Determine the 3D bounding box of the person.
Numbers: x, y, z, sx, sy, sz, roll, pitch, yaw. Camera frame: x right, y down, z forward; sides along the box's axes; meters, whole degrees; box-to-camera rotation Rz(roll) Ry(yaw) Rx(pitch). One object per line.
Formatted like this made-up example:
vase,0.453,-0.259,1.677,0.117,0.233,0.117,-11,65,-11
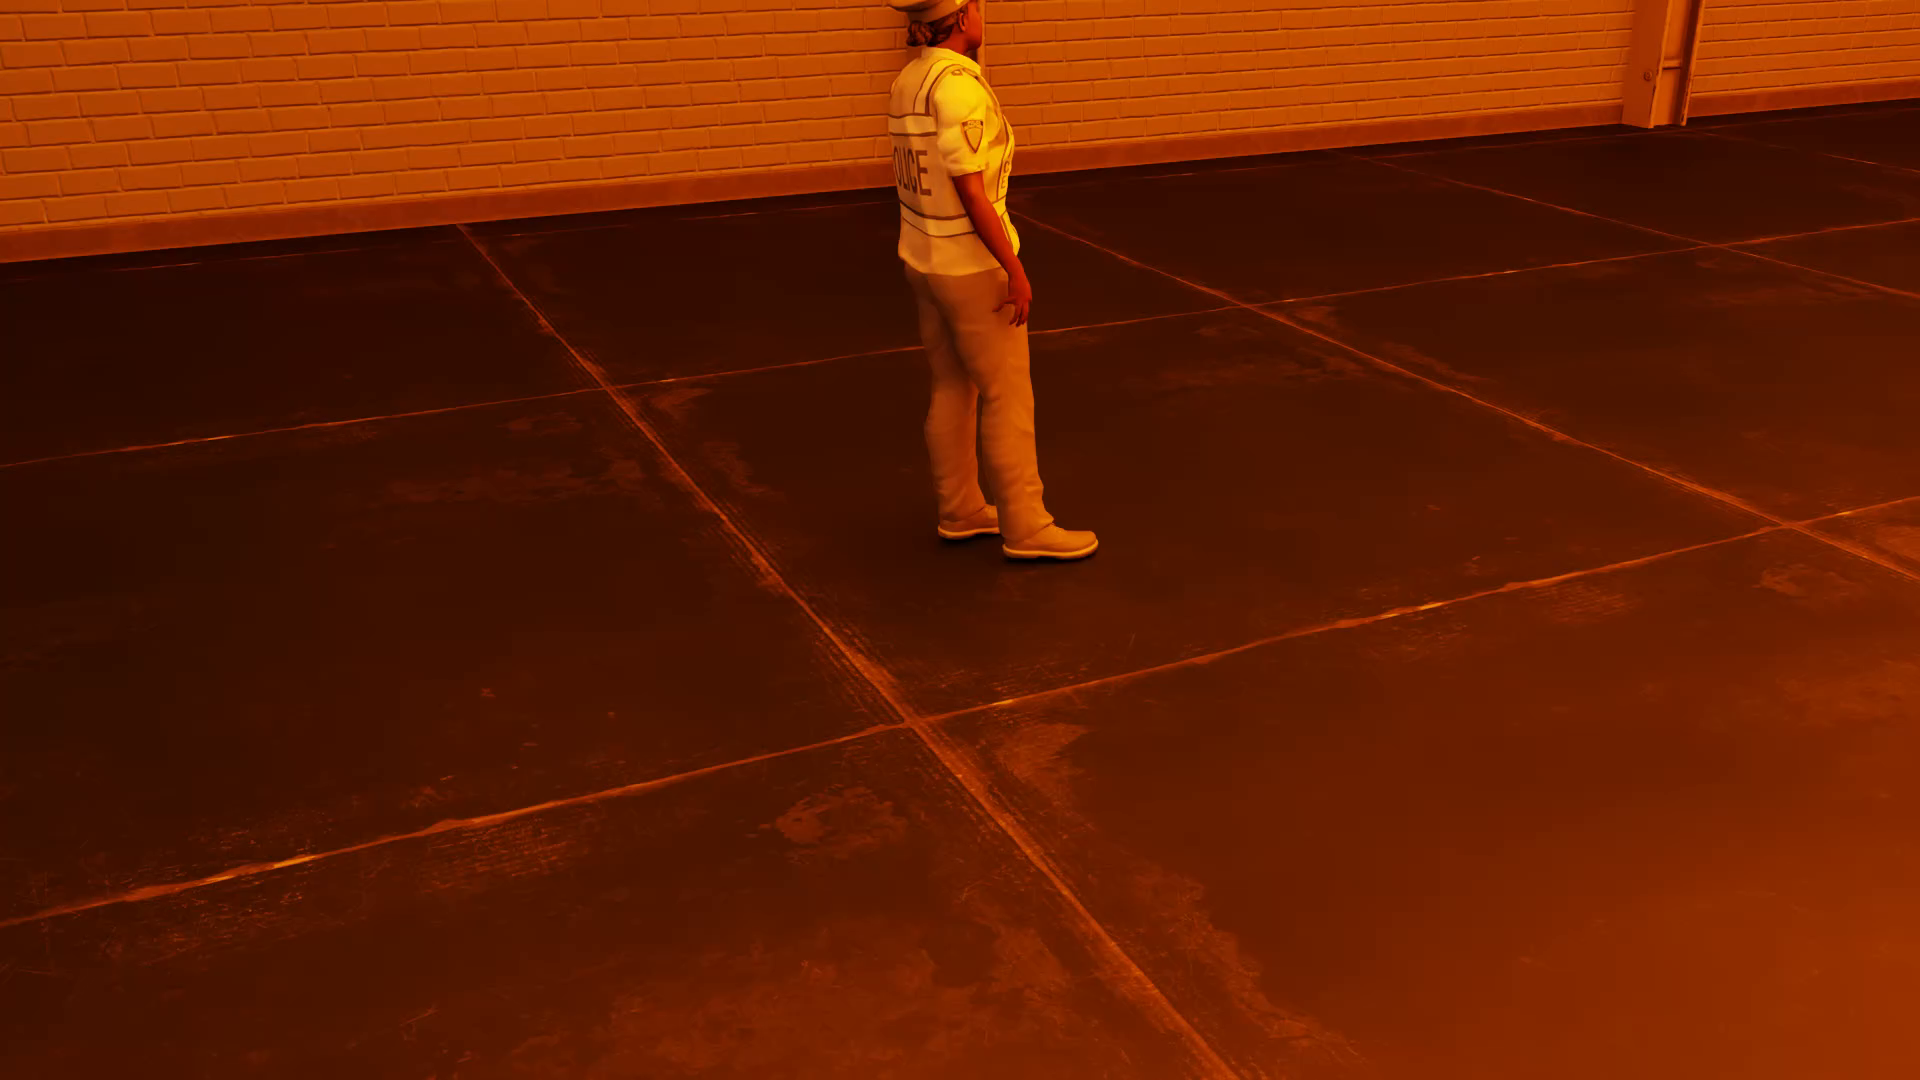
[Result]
person,0.076,-0.789,4.793,0.530,1.684,0.569,-10,25,-23
